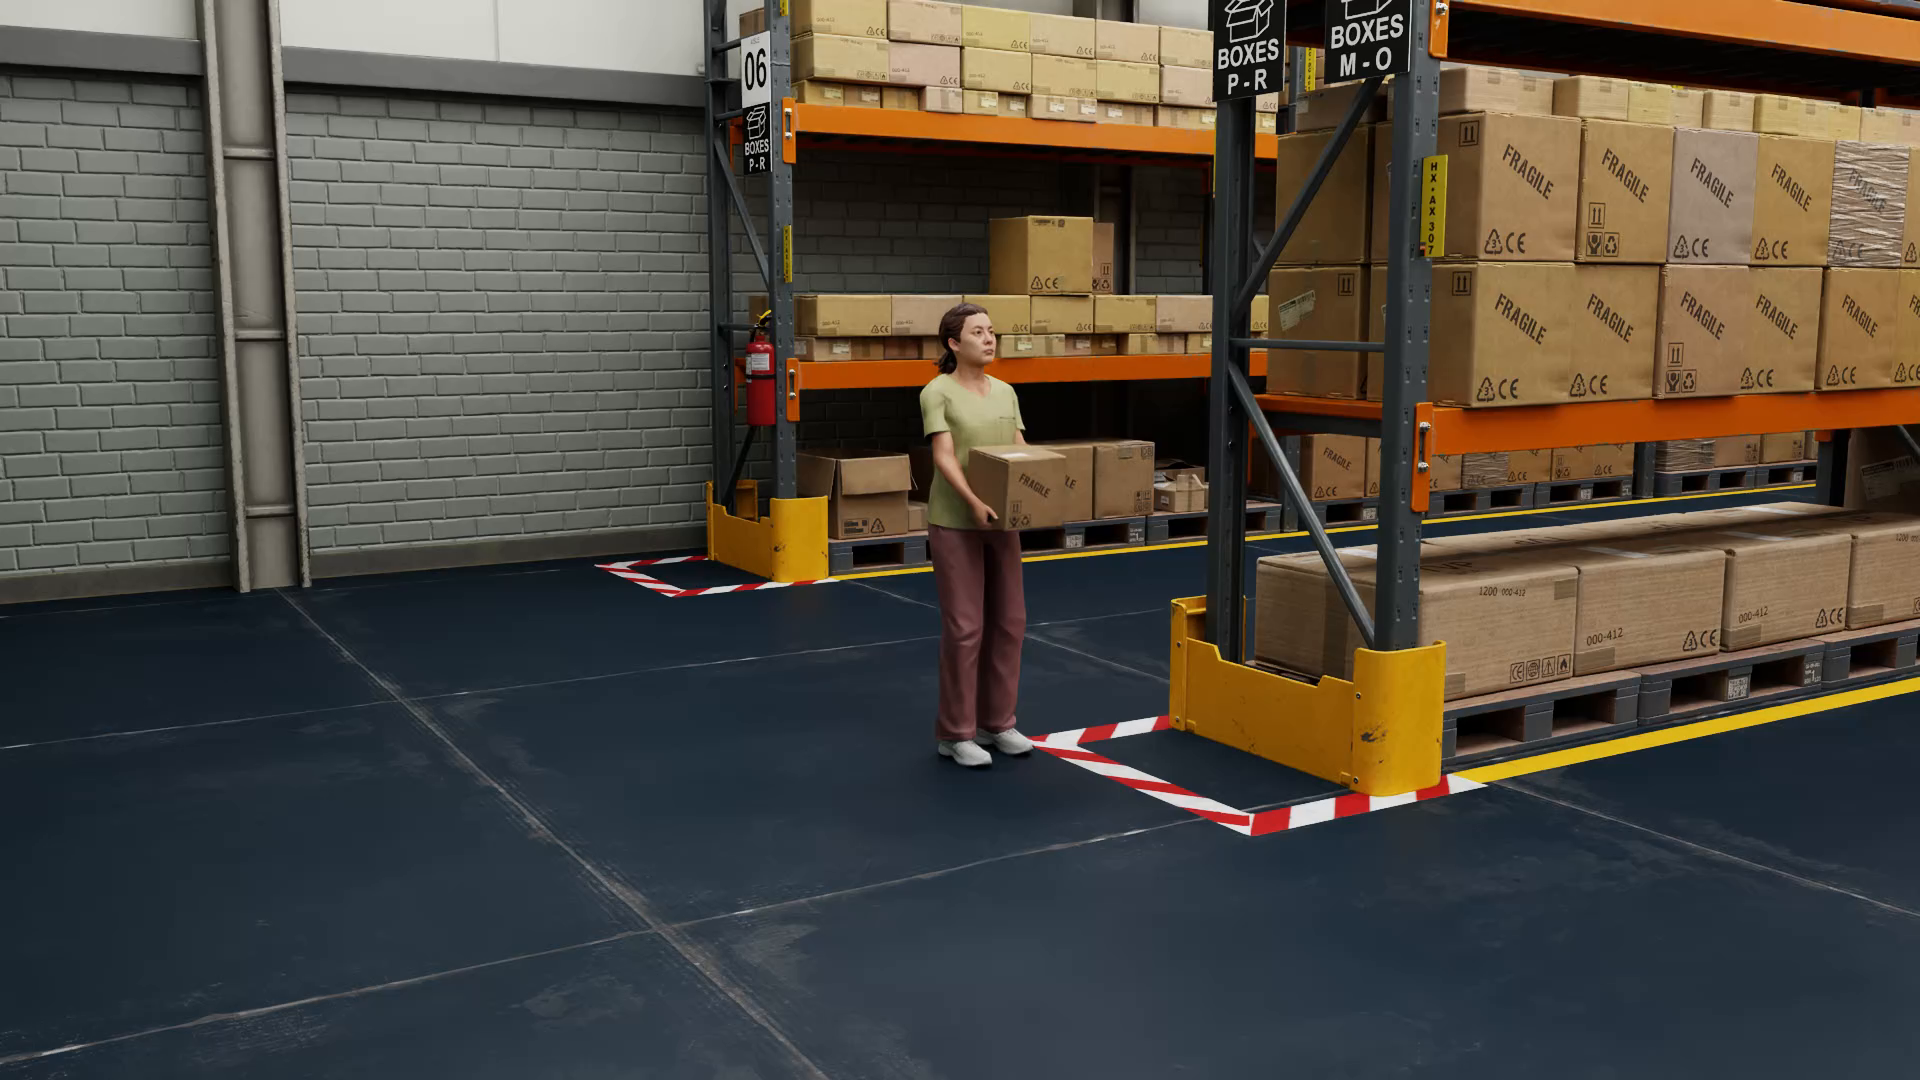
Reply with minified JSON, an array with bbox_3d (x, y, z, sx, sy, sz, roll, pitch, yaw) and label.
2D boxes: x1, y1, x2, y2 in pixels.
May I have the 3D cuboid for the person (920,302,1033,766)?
[{"bbox_3d":[0.093,-0.019,6.054,0.428,1.648,0.559,-5,10,-33],"label":"person"}]
